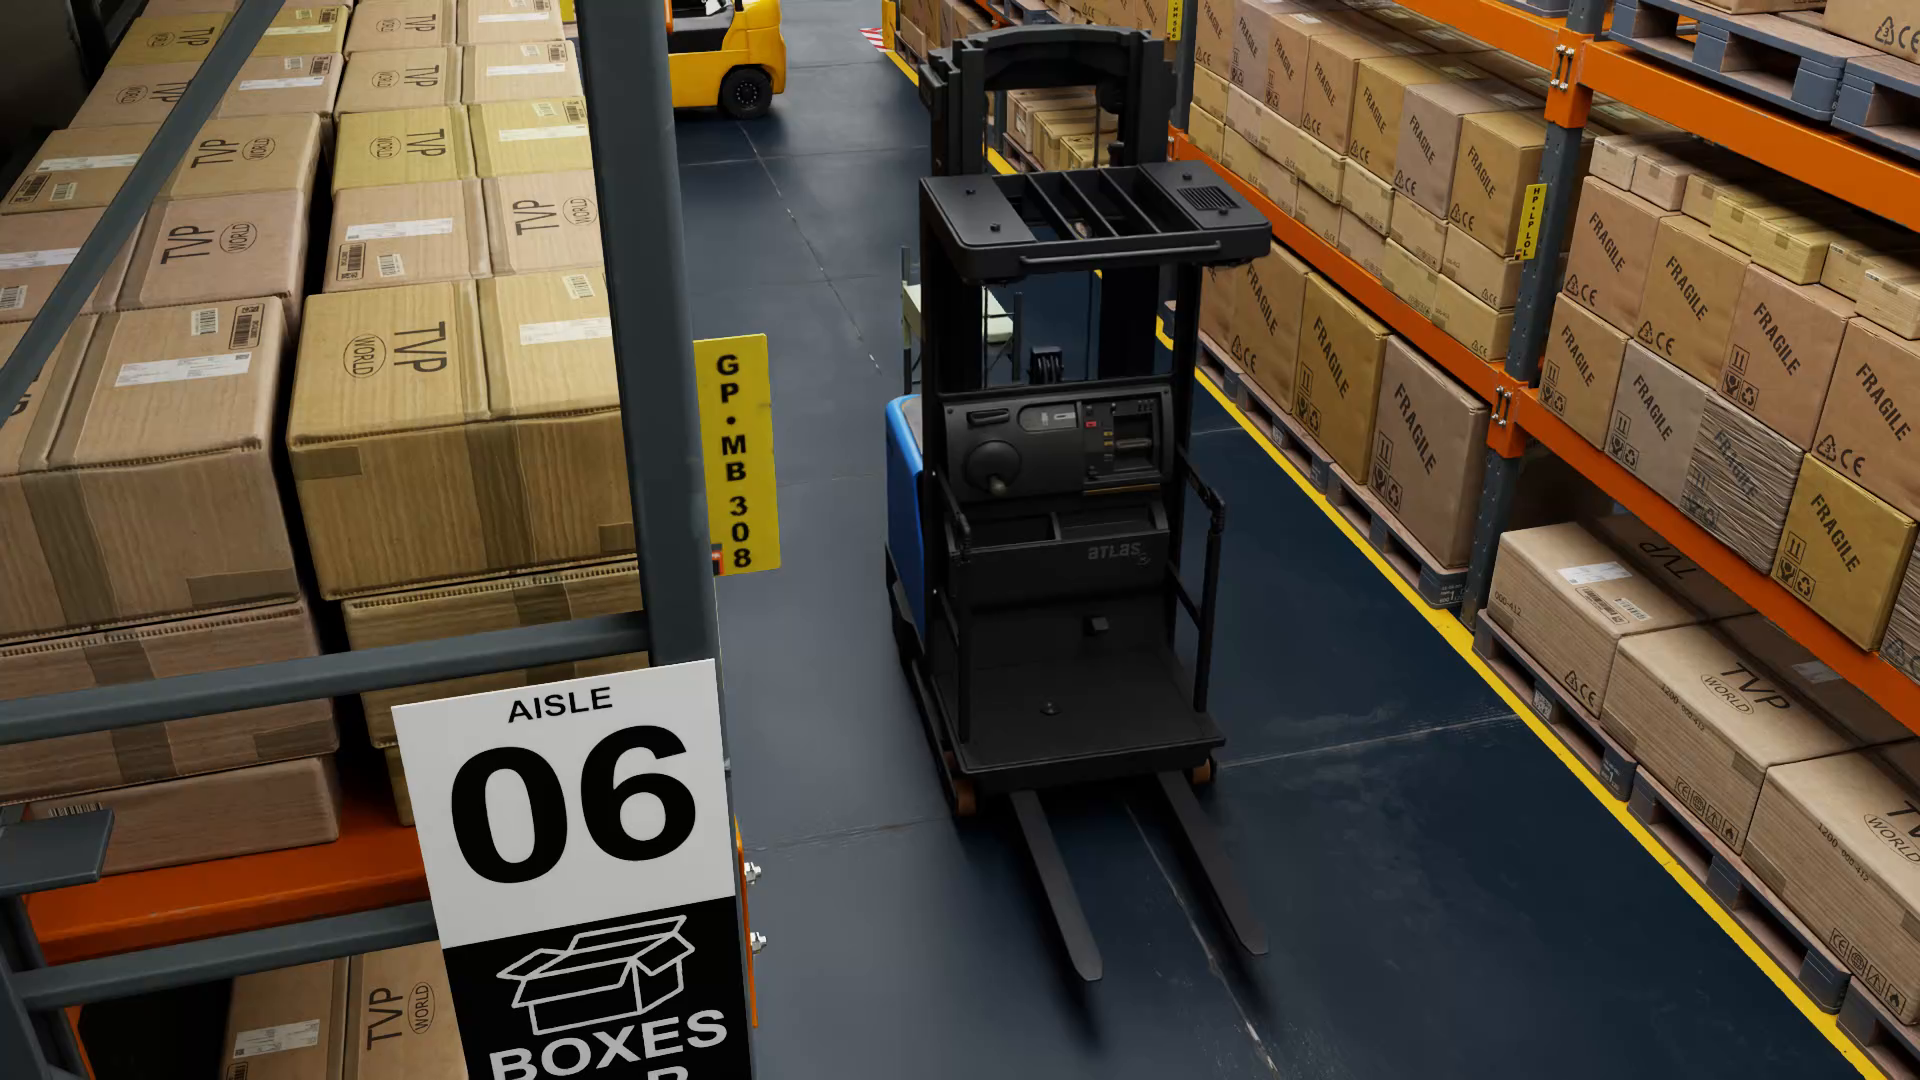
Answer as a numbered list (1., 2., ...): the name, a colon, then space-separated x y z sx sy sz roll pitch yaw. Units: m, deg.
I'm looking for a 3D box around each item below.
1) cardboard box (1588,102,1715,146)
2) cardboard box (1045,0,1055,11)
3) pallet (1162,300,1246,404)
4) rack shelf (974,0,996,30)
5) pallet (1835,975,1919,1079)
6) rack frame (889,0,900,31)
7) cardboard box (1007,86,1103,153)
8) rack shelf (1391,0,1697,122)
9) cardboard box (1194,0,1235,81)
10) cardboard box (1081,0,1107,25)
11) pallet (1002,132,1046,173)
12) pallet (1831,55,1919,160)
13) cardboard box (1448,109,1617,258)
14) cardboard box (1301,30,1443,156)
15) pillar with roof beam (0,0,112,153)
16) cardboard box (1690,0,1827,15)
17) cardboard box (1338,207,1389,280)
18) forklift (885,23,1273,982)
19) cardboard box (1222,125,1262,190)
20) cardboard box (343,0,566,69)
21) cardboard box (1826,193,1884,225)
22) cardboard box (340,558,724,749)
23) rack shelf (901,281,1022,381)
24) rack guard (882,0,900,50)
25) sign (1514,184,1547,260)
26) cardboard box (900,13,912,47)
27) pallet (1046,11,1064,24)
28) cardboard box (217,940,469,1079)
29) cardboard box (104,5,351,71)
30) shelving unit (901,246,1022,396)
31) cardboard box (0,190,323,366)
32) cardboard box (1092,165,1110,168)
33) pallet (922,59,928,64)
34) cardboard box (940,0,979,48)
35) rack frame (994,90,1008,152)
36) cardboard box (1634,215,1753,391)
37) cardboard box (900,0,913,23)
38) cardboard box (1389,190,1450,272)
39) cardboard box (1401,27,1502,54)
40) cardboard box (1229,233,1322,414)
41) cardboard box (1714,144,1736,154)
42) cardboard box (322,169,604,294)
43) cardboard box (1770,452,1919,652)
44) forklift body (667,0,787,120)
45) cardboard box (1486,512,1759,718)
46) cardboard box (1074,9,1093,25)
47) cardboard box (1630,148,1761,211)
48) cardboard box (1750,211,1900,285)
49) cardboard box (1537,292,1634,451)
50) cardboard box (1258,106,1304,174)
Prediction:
1. cardboard box: 3.080 -1.671 7.545 0.500 0.500 0.500 -7 31 -13
2. cardboard box: 0.873 -4.194 12.833 0.380 0.149 0.250 -7 31 -13
3. pallet: 1.995 -1.278 10.748 1.003 0.211 1.213 -8 31 -13
4. rack shelf: 0.265 -5.463 15.911 1.077 0.370 4.000 -8 31 -13
5. pallet: 3.694 1.819 5.397 1.003 0.211 1.213 -8 31 -13
6. rack frame: -0.265 -6.740 17.400 1.000 3.000 0.127 -8 31 -13
7. cardboard box: 0.938 -3.599 14.178 0.950 0.372 0.625 -7 31 -13
8. rack shelf: 2.389 -2.897 8.484 1.077 0.370 4.000 -8 31 -13
9. cardboard box: 1.753 -3.081 9.981 0.500 0.500 0.500 -9 31 -15
10. cardboard box: 1.186 -3.904 11.685 0.500 0.500 0.500 -10 32 -17
11. pallet: 1.004 -3.225 14.112 1.003 0.211 1.213 -8 31 -13
12. pallet: 3.447 -1.219 4.956 1.003 0.211 1.213 -8 31 -13
13. cardboard box: 2.559 -1.603 7.426 0.500 0.500 0.500 -7 31 -12
14. cardboard box: 2.147 -2.347 8.713 0.500 0.500 0.500 -7 31 -12
15. pillar with roof beam: 1.601 -2.995 4.942 9.100 9.000 0.400 -8 31 -13
16. cardboard box: 2.873 -2.199 5.941 0.500 0.500 0.500 -7 31 -12
17. cardboard box: 2.308 -1.555 8.591 0.500 0.250 0.500 -9 31 -15
18. forklift: 0.443 -0.340 6.412 1.130 2.935 3.031 -6 31 -10
19. cardboard box: 1.899 -2.296 9.872 0.500 0.250 0.500 -9 31 -15
20. cardboard box: -1.229 -1.159 4.118 0.500 0.250 0.500 -7 31 -12
21. cardboard box: 3.415 -1.211 6.103 0.380 0.149 0.250 -8 31 -14
22. cardboard box: -0.658 0.037 2.550 0.500 0.250 0.500 -8 31 -14
23. rack shelf: -0.002 -0.995 8.193 0.431 0.370 0.720 -7 31 -13
24. rack guard: -0.245 -5.621 17.963 1.175 0.500 0.348 -8 31 -13
25. sign: 2.399 -1.334 6.984 0.100 0.325 0.005 -8 31 -13
26. cardboard box: -0.318 -5.305 17.247 0.500 0.250 0.500 -8 31 -14
27. pallet: 1.293 -3.744 12.415 1.003 0.211 1.213 -8 31 -13
28. cardboard box: -1.317 1.150 3.622 0.500 0.250 0.500 -8 31 -13
29. cardboard box: -1.720 -1.090 3.999 0.500 0.250 0.500 -8 31 -14
30. shelving unit: -0.002 -0.657 8.389 0.431 1.500 0.755 -7 31 -13
31. cardboard box: -1.328 -0.358 2.733 0.500 0.250 0.500 -9 31 -15
32. cardboard box: 1.514 -2.550 12.365 0.950 0.372 0.625 -8 31 -14
33. pallet: 0.257 -4.511 16.333 1.003 0.211 1.213 -8 31 -13
34. cardboard box: 0.107 -4.866 15.740 0.500 0.500 0.500 -6 31 -11
35. rack frame: 0.796 -4.808 14.062 1.000 3.000 0.127 -8 31 -13
36. cardboard box: 2.941 -0.913 6.235 0.500 0.500 0.500 -8 31 -14
37. cardboard box: -0.311 -5.618 17.039 0.500 0.500 0.500 -9 31 -15
38. cardboard box: 2.428 -1.517 8.027 0.500 0.250 0.500 -7 31 -12
39. cardboard box: 2.644 -2.404 8.812 0.500 0.500 0.500 -8 31 -14
40. cardboard box: 2.194 -1.362 9.811 0.875 0.875 0.875 -7 31 -13
41. cardboard box: 3.308 -1.594 6.765 0.380 0.149 0.250 -8 31 -14
42. cardboard box: -0.796 -0.425 2.849 0.500 0.250 0.500 -8 31 -14
43. cardboard box: 3.184 0.008 5.643 0.500 0.500 0.500 -7 31 -12
44. forklift body: -2.788 -5.037 15.306 2.313 2.155 1.214 -8 31 -13
45. cardboard box: 2.983 0.301 7.375 0.875 0.438 0.875 -8 31 -14
46. cardboard box: 1.057 -3.814 12.177 0.380 0.149 0.250 -9 31 -15
47. cardboard box: 2.837 -1.392 6.416 0.380 0.149 0.250 -7 31 -13
48. cardboard box: 2.995 -1.014 5.762 0.380 0.149 0.250 -9 31 -15
49. cardboard box: 2.792 -0.726 6.910 0.500 0.500 0.500 -7 31 -12
50. cardboard box: 2.011 -2.258 9.307 0.500 0.250 0.500 -8 31 -13
